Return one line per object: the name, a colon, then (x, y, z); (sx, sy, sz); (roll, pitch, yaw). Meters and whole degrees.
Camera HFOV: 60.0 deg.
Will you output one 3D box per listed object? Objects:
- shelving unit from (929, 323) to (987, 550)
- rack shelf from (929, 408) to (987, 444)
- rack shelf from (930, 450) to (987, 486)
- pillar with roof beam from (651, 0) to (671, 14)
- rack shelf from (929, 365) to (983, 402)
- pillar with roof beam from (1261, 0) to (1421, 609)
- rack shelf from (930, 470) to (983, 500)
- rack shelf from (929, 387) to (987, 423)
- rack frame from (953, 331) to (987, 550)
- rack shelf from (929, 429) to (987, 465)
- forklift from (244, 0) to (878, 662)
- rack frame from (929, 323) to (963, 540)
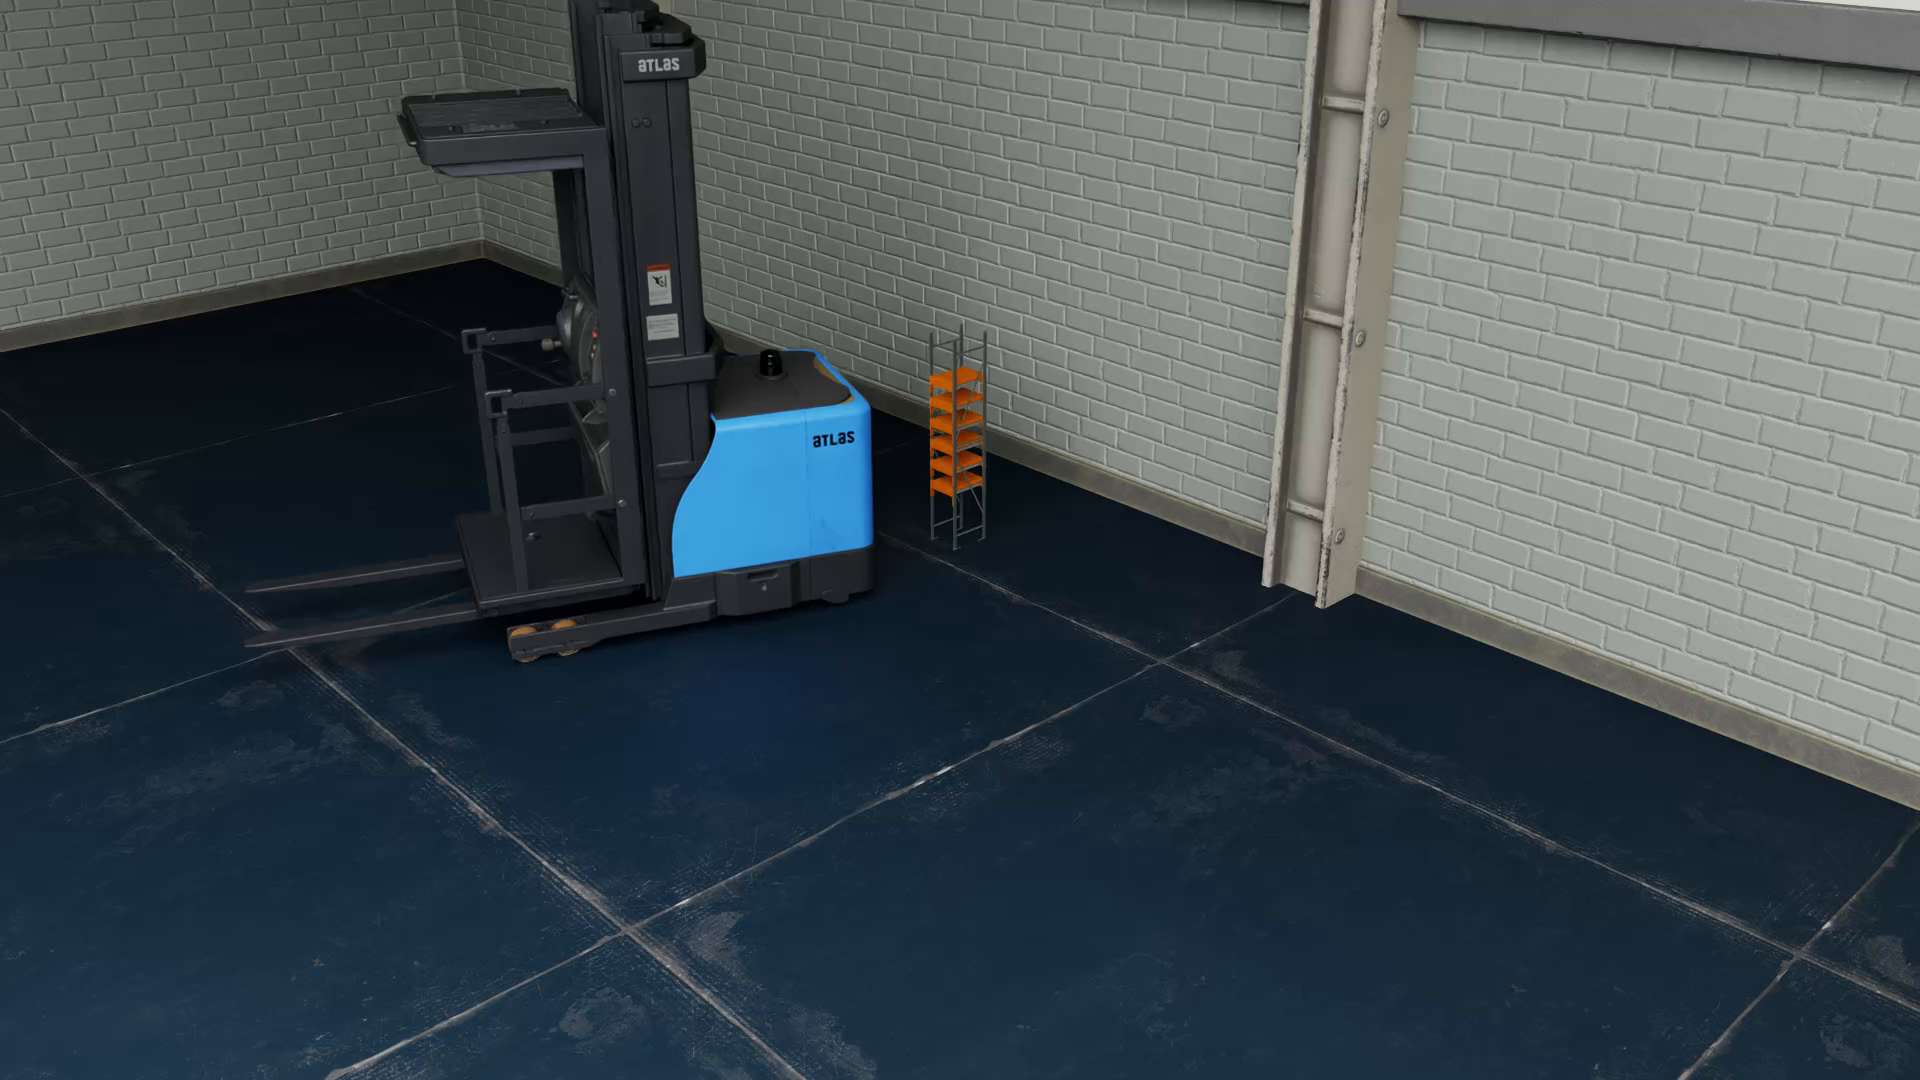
shelving unit: (-0.010, -0.550, 9.011); (0.258, 1.200, 0.189); (-21, 32, -38)
rack shelf: (-0.010, -0.619, 8.979); (0.258, 0.103, 0.180); (-21, 32, -38)
rack shelf: (-0.010, -0.401, 9.079); (0.258, 0.103, 0.180); (-21, 32, -38)
pillar with roof beam: (-5.415, -4.442, 8.145); (9.100, 9.000, 0.400); (-21, 32, -38)
rack shelf: (-0.010, -0.837, 8.880); (0.258, 0.103, 0.180); (-21, 32, -38)
pillar with roof beam: (-1.314, -2.624, 4.161); (9.100, 9.000, 0.400); (-21, 32, -38)
rack shelf: (-0.010, -0.291, 9.129); (0.258, 0.103, 0.180); (-21, 32, -38)
rack shelf: (-0.010, -0.728, 8.929); (0.258, 0.103, 0.180); (-21, 32, -38)
rack frame: (0.053, -0.523, 8.950); (0.240, 1.200, 0.006); (-21, 32, -38)
rack shelf: (-0.010, -0.510, 9.029); (0.258, 0.103, 0.180); (-21, 32, -38)
forklift: (-1.997, -0.996, 7.902); (3.031, 2.935, 1.130); (-9, 26, -19)
rack frame: (-0.072, -0.578, 9.071); (0.240, 1.200, 0.006); (-21, 32, -38)
